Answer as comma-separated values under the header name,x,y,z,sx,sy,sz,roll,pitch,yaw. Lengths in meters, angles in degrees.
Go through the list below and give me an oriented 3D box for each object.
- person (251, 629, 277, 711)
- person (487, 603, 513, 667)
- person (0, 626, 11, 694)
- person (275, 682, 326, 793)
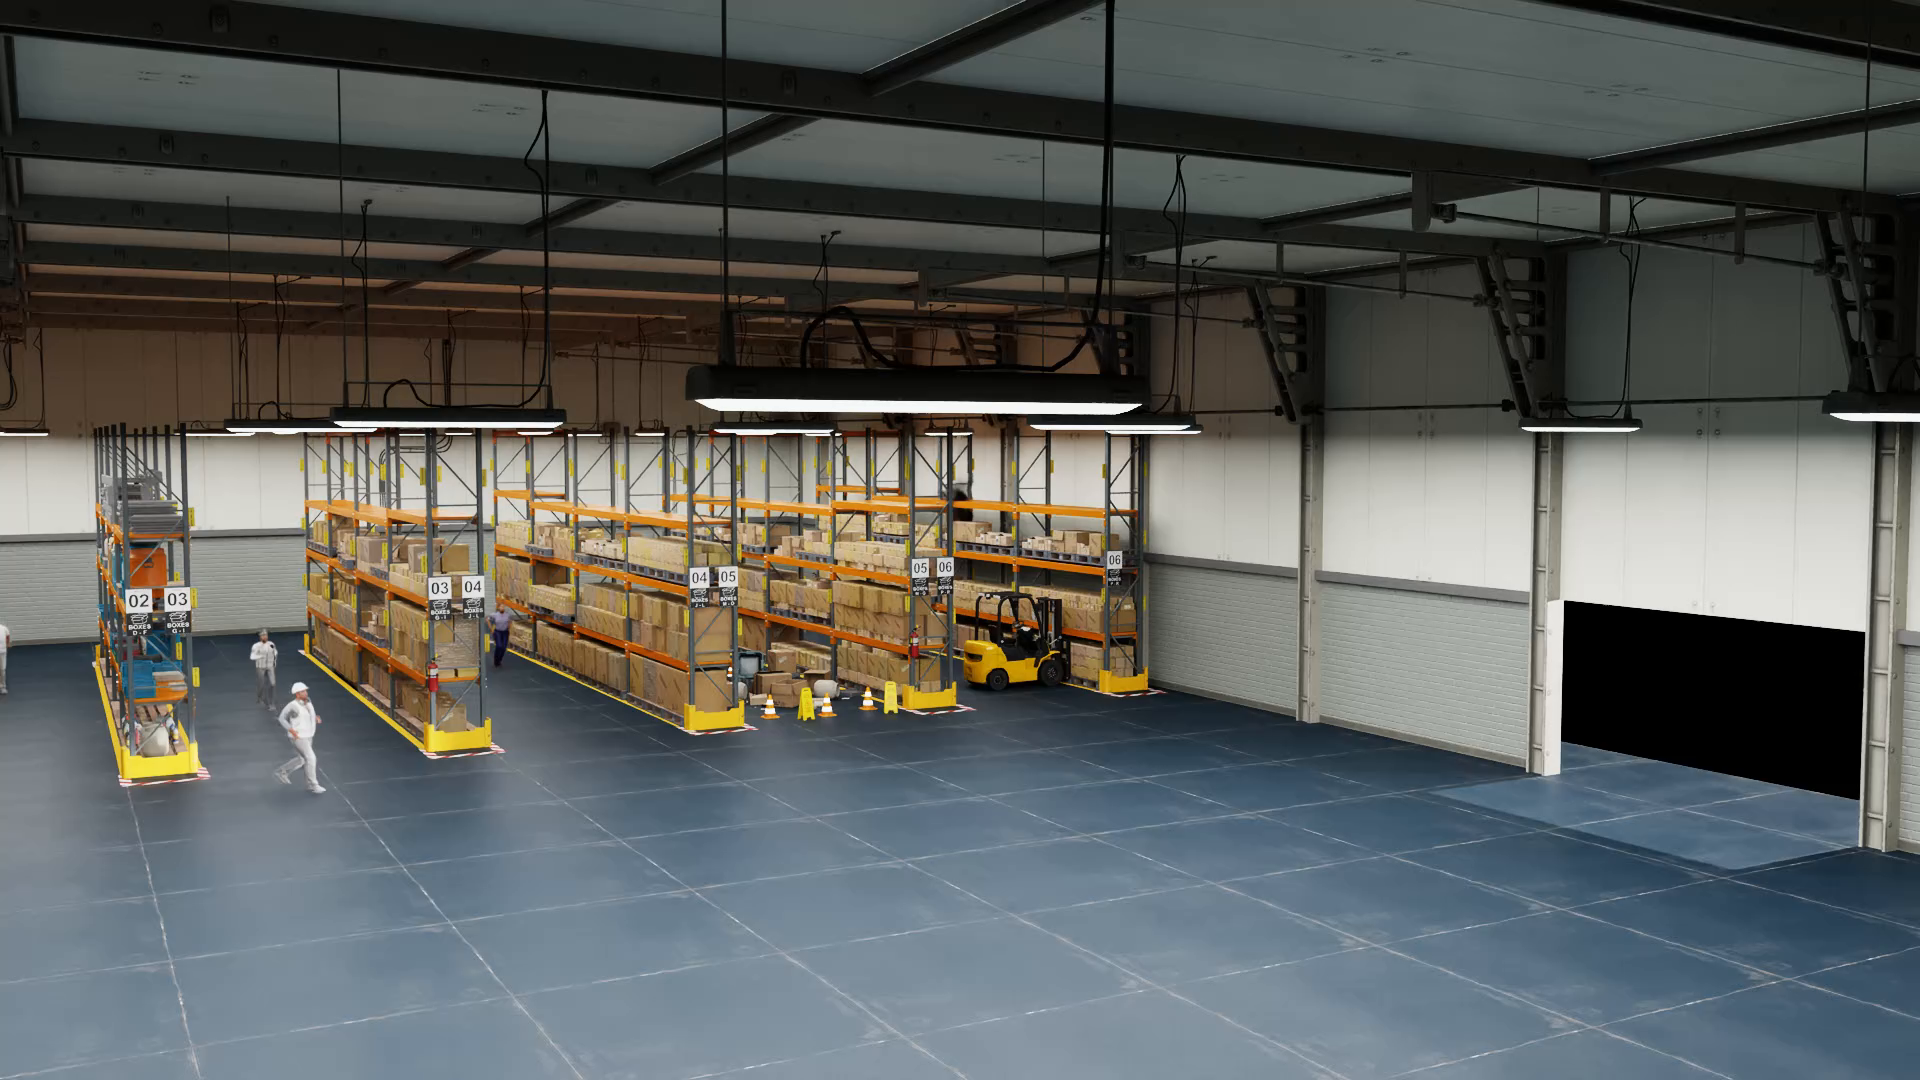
name,x,y,z,sx,sy,sz,roll,pitch,yaw
person,-14.711,2.743,35.211,0.594,1.745,0.712,-3,4,-36
person,-11.521,2.385,41.762,0.596,1.598,0.673,-2,4,-35
person,-21.723,2.557,37.461,0.702,1.765,0.971,-3,5,-44
person,-10.727,3.200,27.051,0.888,1.786,0.649,1,3,9
